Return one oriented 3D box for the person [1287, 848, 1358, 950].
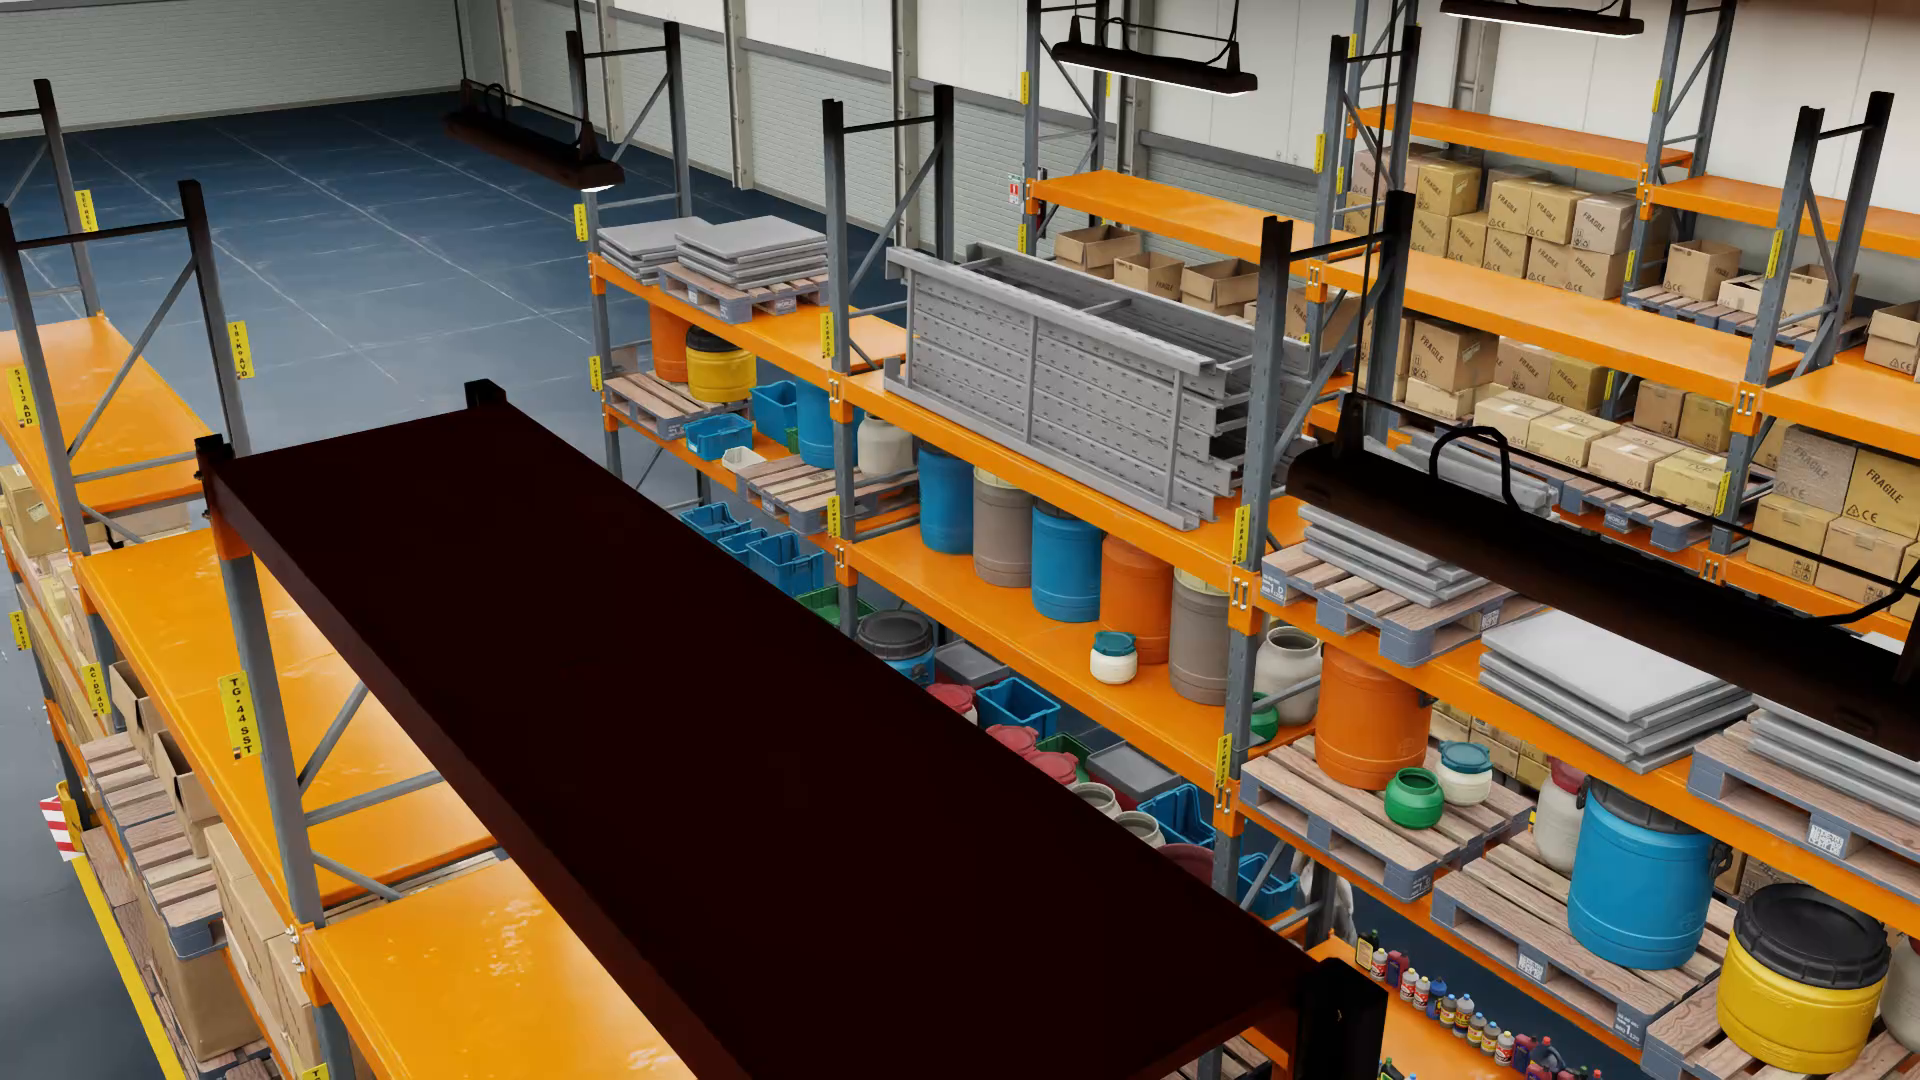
[{"bbox_3d":[2.632,2.471,11.728,1.045,1.585,0.482,-2,25,-5],"label":"person"}]
